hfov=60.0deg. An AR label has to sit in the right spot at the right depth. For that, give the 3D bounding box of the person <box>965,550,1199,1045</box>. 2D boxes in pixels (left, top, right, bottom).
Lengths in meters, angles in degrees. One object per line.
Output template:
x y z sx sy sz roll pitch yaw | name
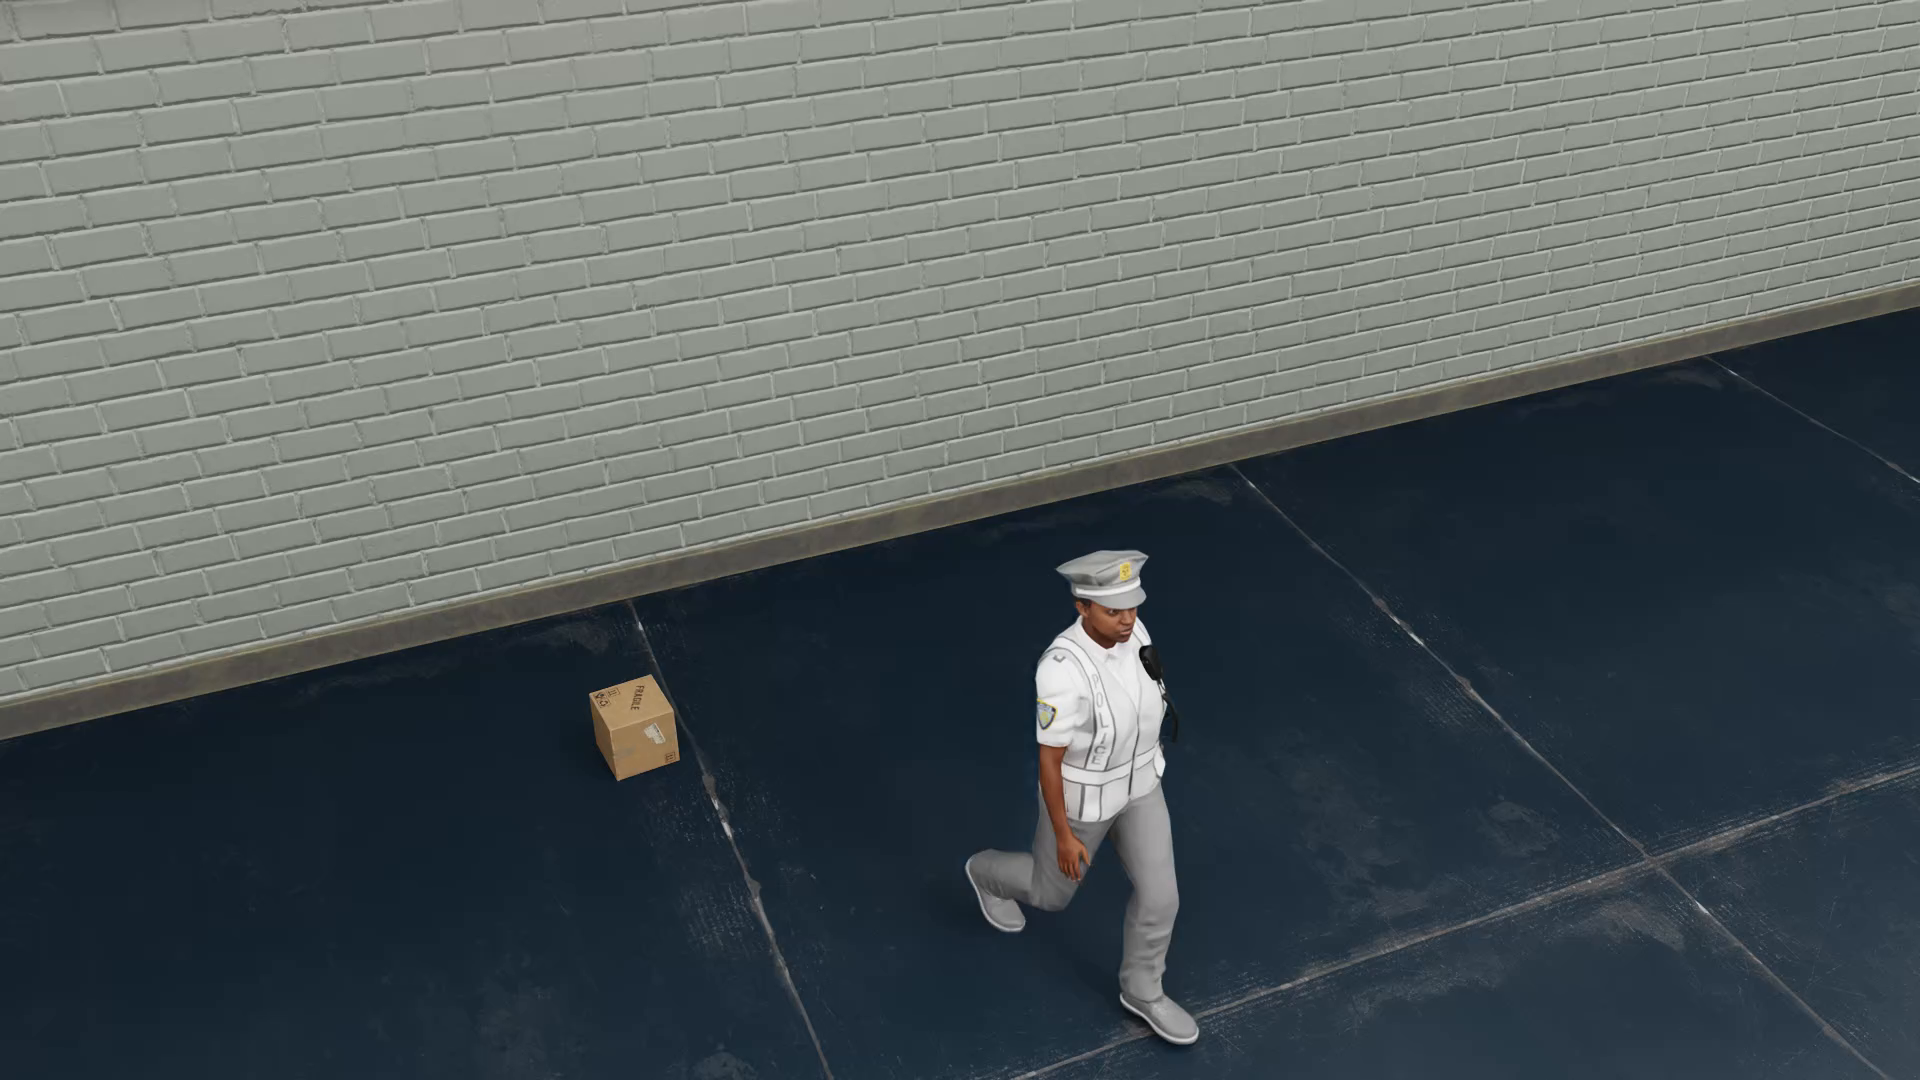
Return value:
0.393 0.726 5.017 0.460 1.644 0.921 -23 40 -31 | person
